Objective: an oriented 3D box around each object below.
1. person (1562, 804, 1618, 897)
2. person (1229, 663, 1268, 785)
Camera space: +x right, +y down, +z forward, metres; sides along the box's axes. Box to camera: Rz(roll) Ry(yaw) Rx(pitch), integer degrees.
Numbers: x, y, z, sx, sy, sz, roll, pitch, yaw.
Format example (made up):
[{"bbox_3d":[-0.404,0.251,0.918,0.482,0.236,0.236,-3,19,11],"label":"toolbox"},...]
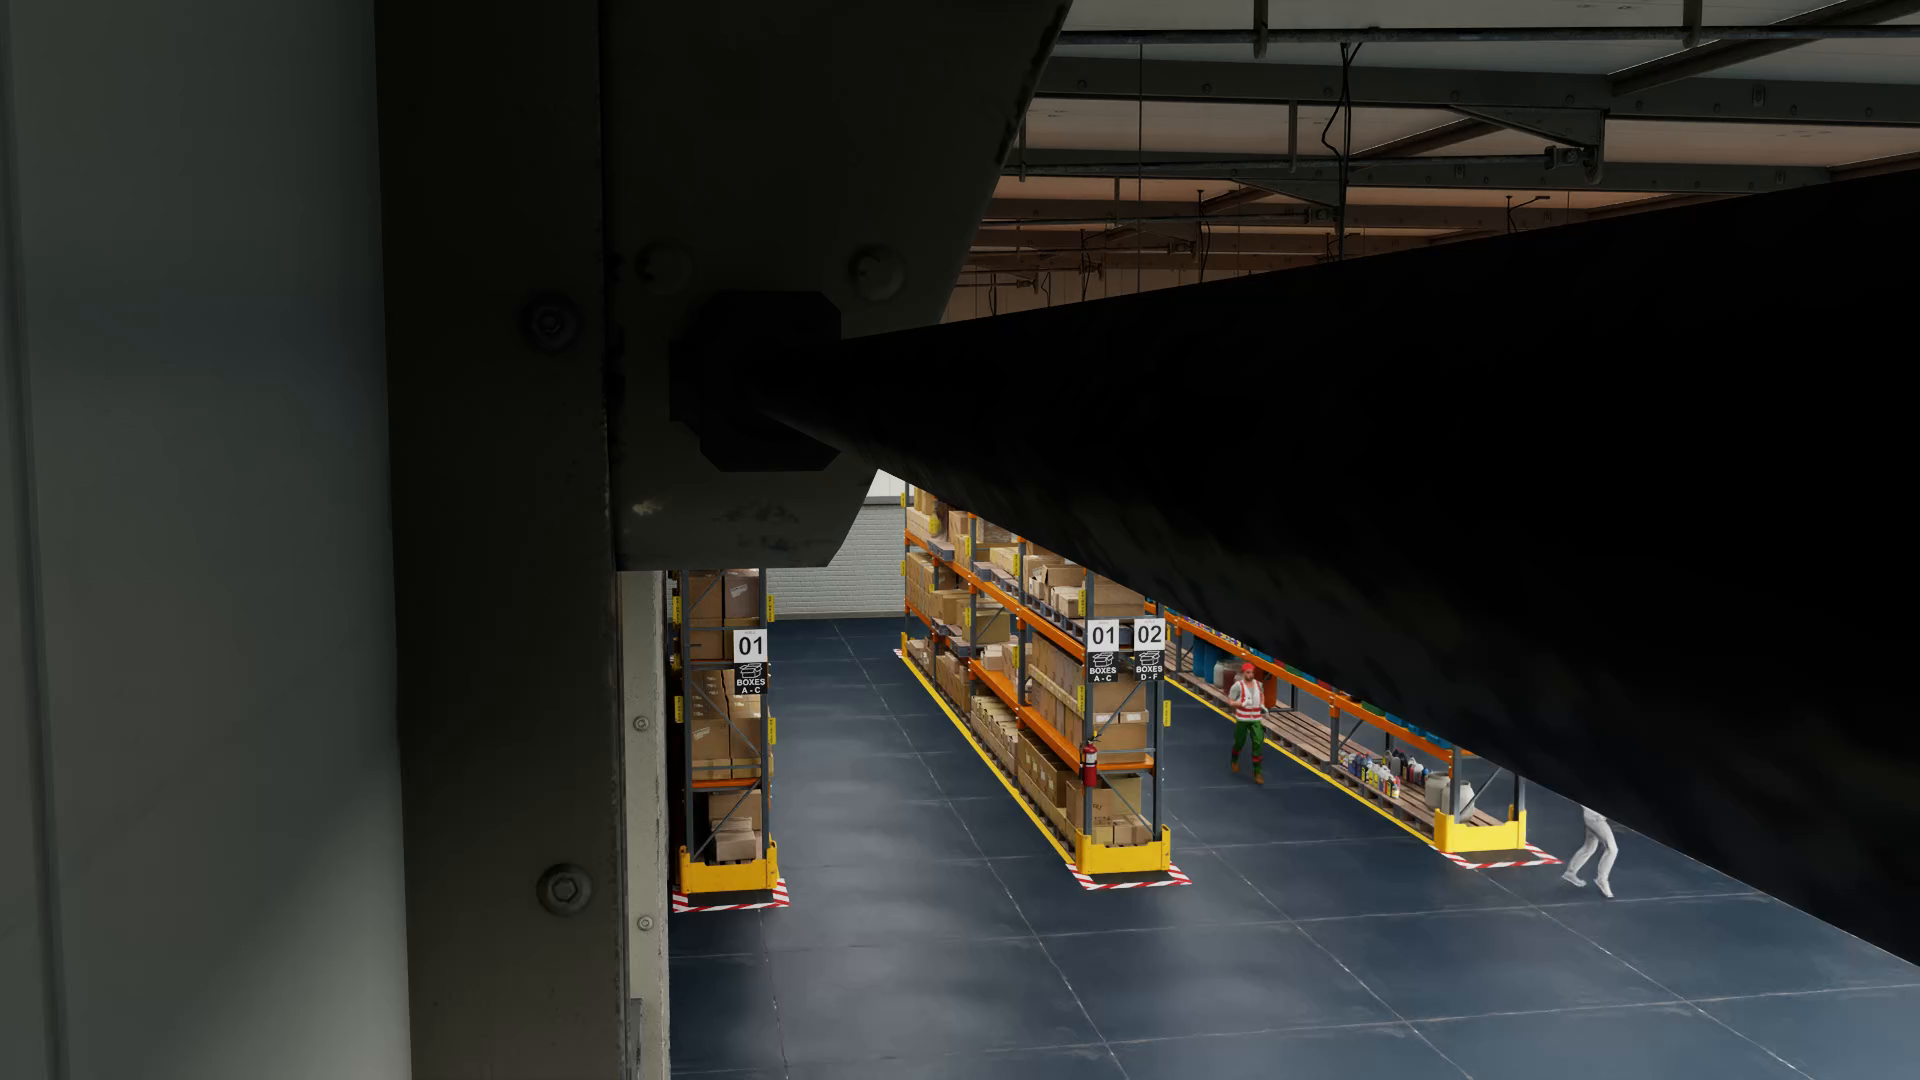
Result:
[{"bbox_3d":[7.676,3.421,20.141,0.609,1.758,0.641,3,7,30],"label":"person"},{"bbox_3d":[4.418,2.767,25.493,0.659,1.788,0.973,-1,6,-9],"label":"person"}]
